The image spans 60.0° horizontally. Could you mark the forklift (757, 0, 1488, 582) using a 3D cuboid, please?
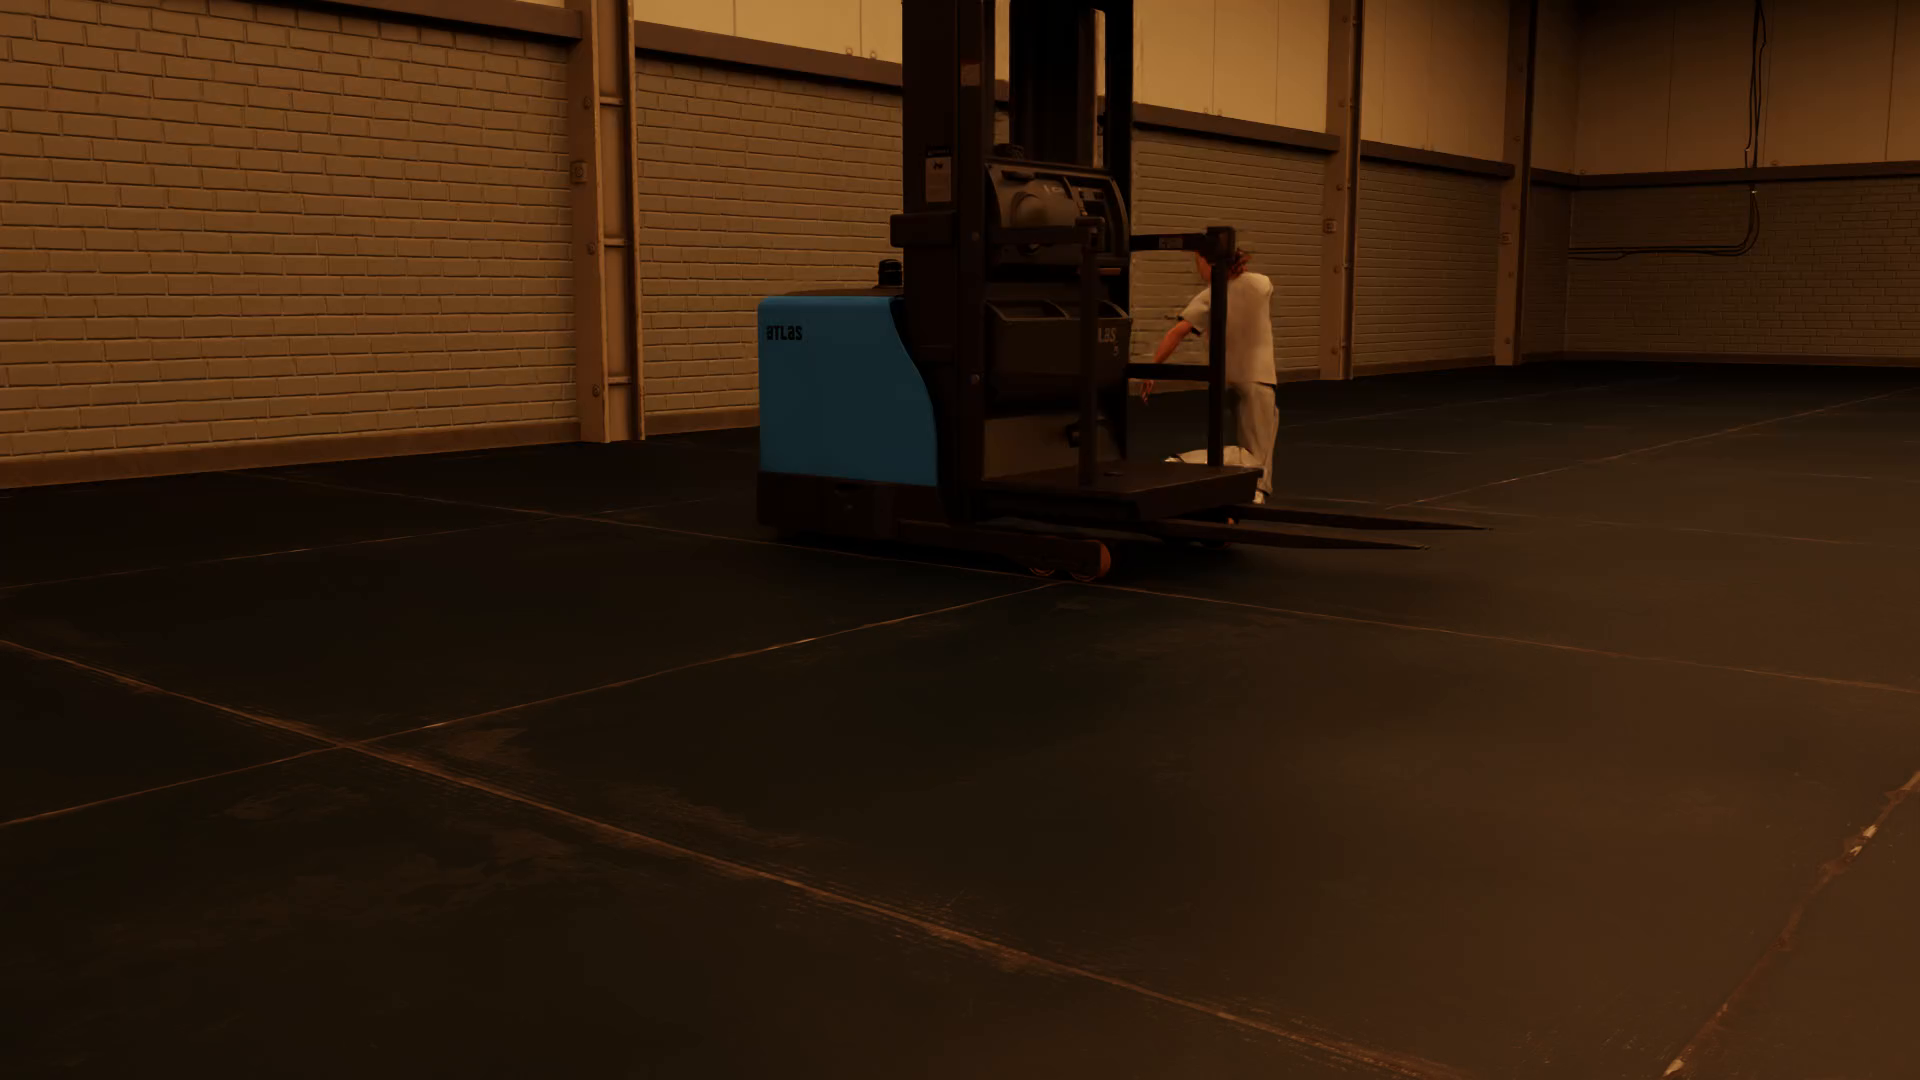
[{"bbox_3d":[0.574,-1.377,6.689,3.031,2.935,1.130,6,10,37],"label":"forklift"}]

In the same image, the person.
[{"bbox_3d":[1.305,-0.840,8.434,0.608,1.448,0.920,5,10,32],"label":"person"}]
